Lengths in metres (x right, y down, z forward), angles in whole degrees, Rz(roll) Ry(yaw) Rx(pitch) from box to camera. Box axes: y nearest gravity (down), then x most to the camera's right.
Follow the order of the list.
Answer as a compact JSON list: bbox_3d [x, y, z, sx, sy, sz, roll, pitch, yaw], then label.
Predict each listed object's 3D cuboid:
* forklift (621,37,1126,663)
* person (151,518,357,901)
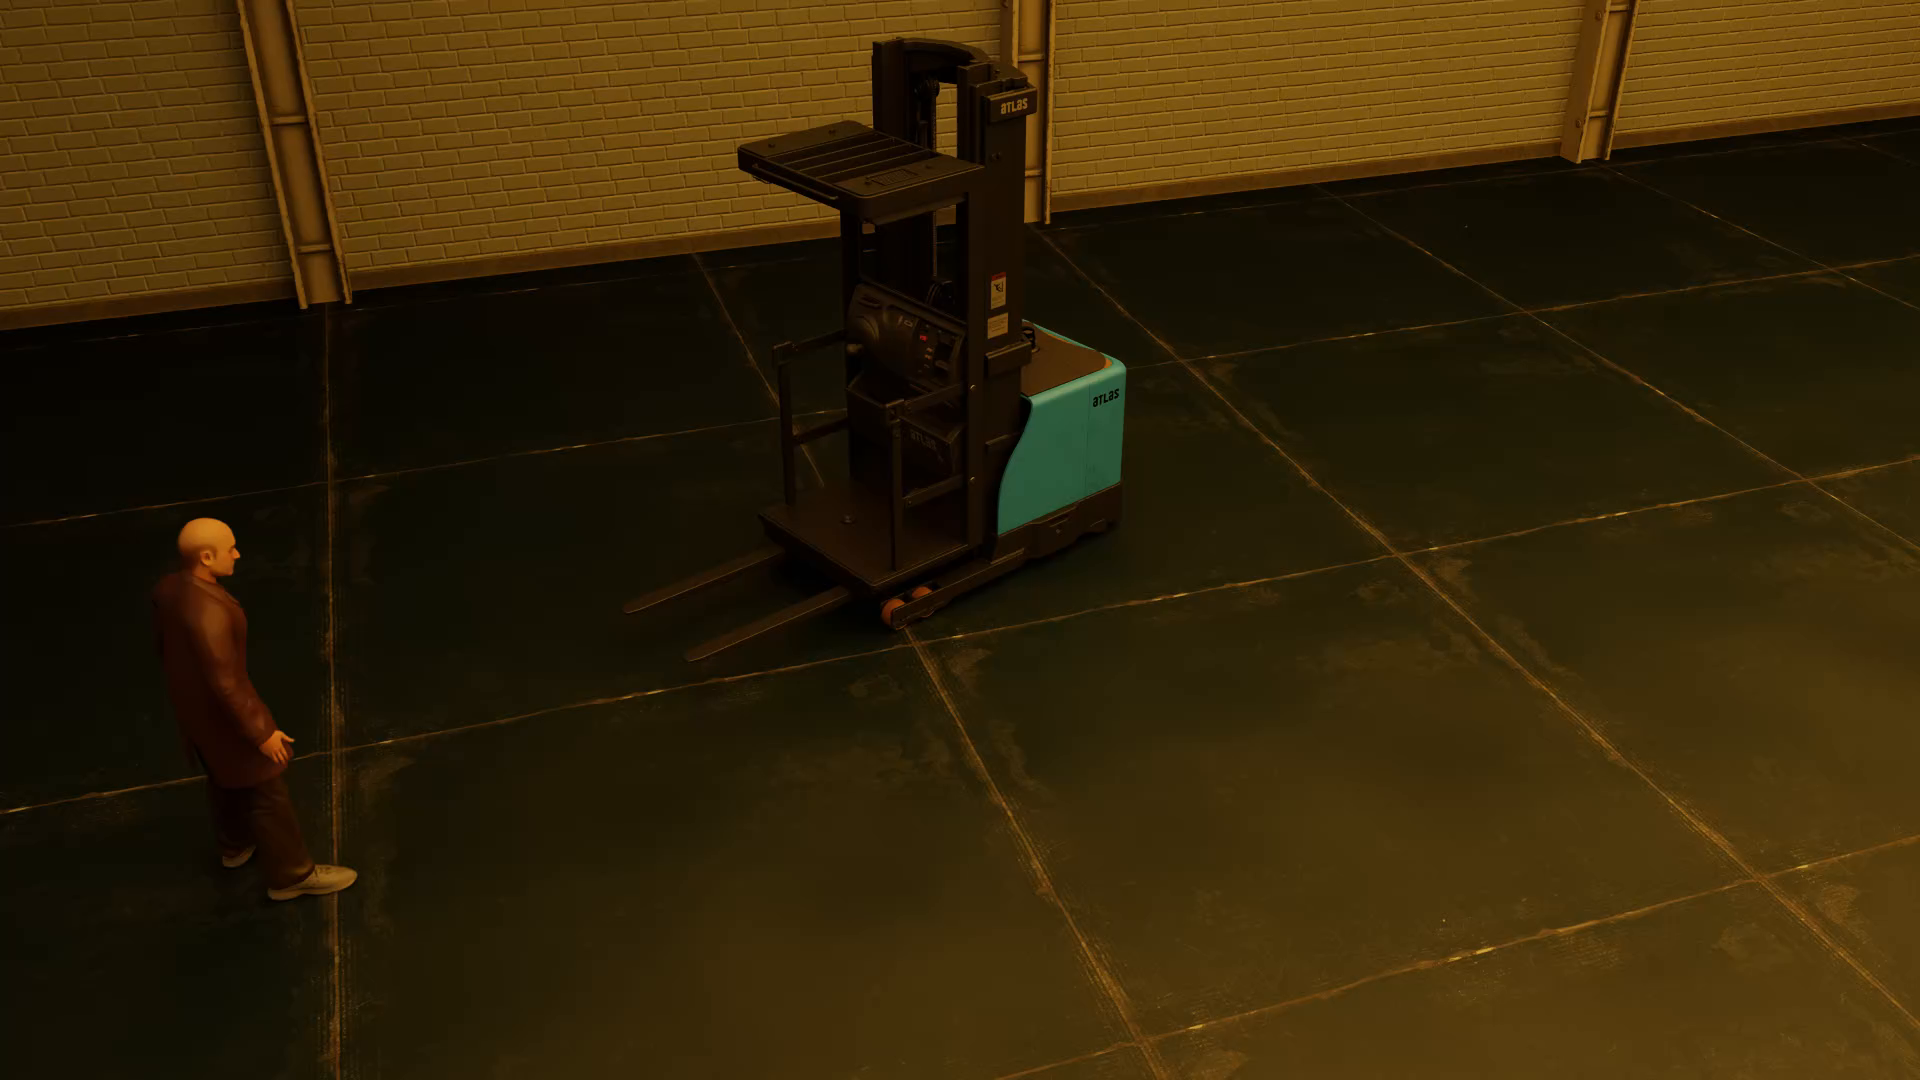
[{"bbox_3d":[-0.461,-1.072,8.951,3.031,2.935,1.130,-23,37,-34],"label":"forklift"},{"bbox_3d":[-3.025,0.724,6.987,0.456,1.782,0.718,-26,39,-37],"label":"person"}]
